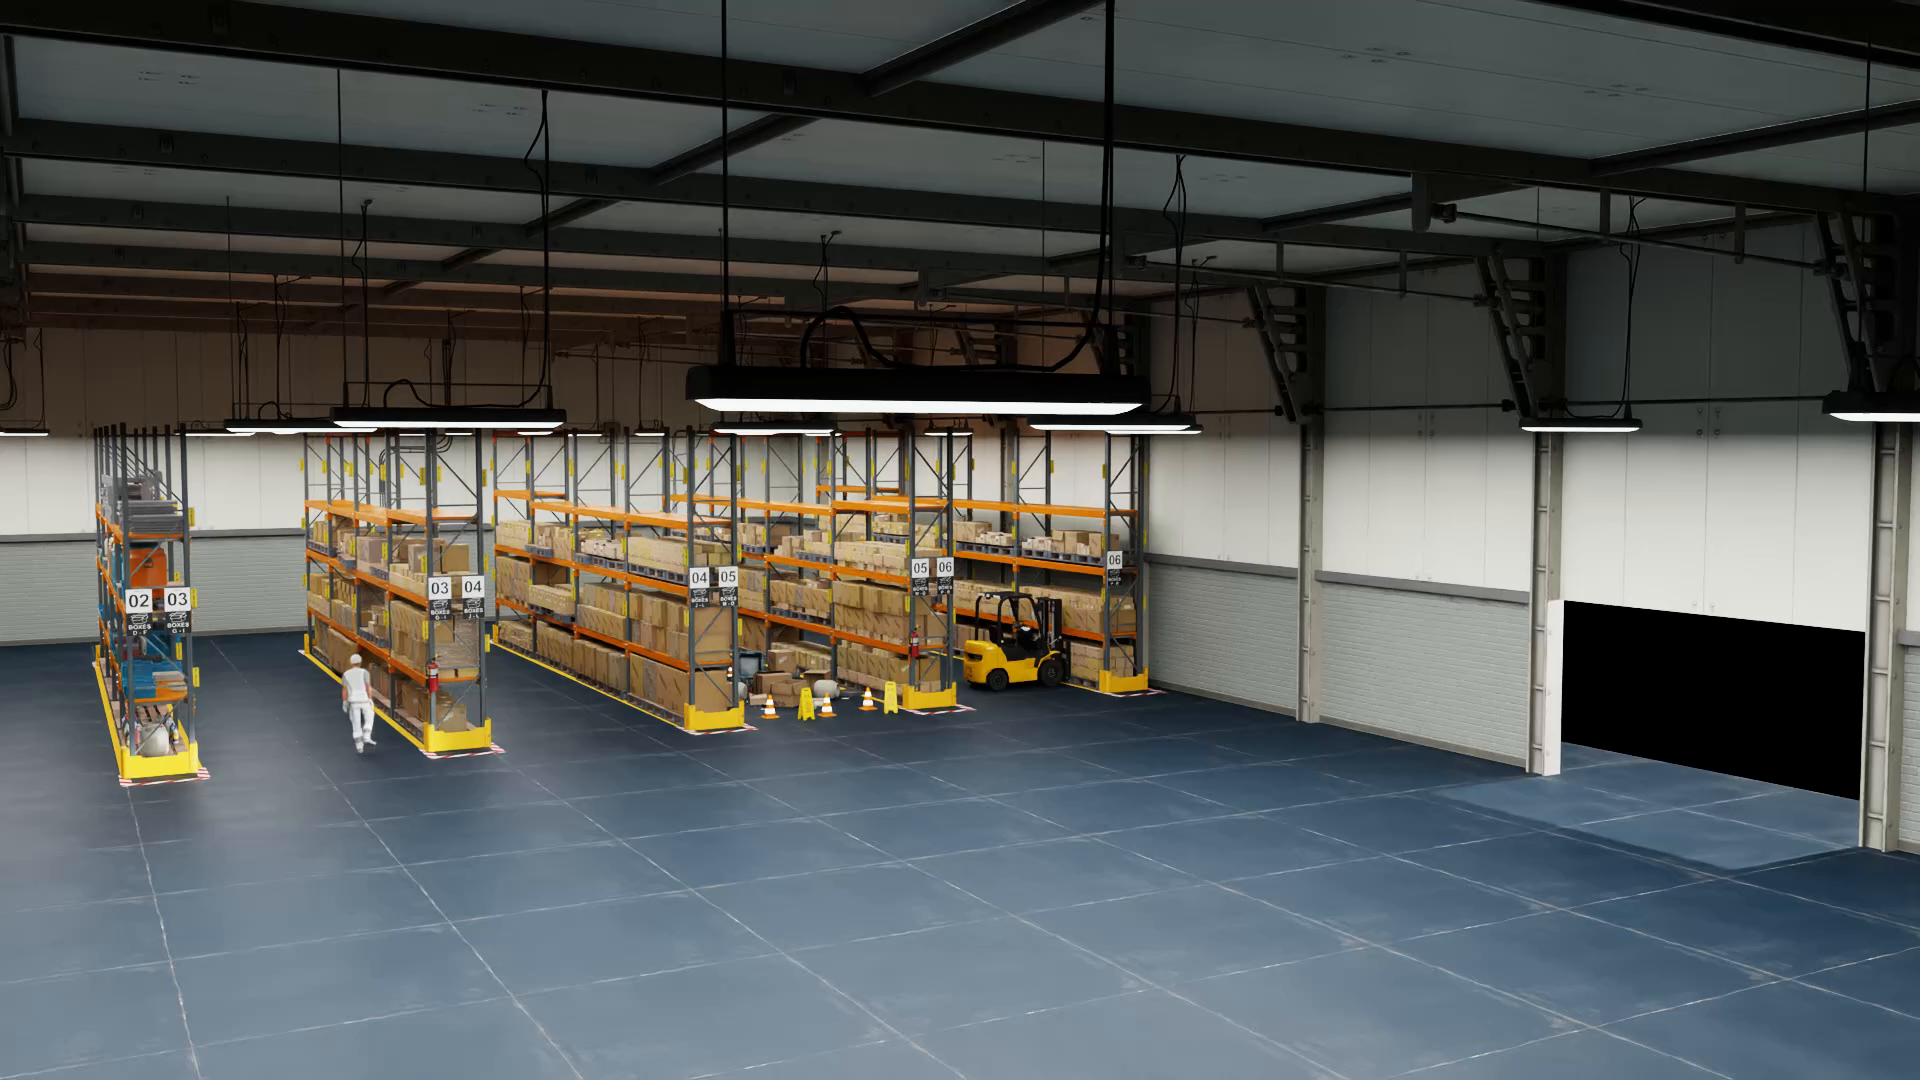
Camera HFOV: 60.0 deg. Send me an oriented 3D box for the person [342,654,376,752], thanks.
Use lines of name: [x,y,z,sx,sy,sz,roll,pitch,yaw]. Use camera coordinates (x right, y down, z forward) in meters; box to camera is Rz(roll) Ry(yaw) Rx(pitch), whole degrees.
person: [-11.020,2.982,30.468,0.578,1.780,0.535,-1,4,-18]
